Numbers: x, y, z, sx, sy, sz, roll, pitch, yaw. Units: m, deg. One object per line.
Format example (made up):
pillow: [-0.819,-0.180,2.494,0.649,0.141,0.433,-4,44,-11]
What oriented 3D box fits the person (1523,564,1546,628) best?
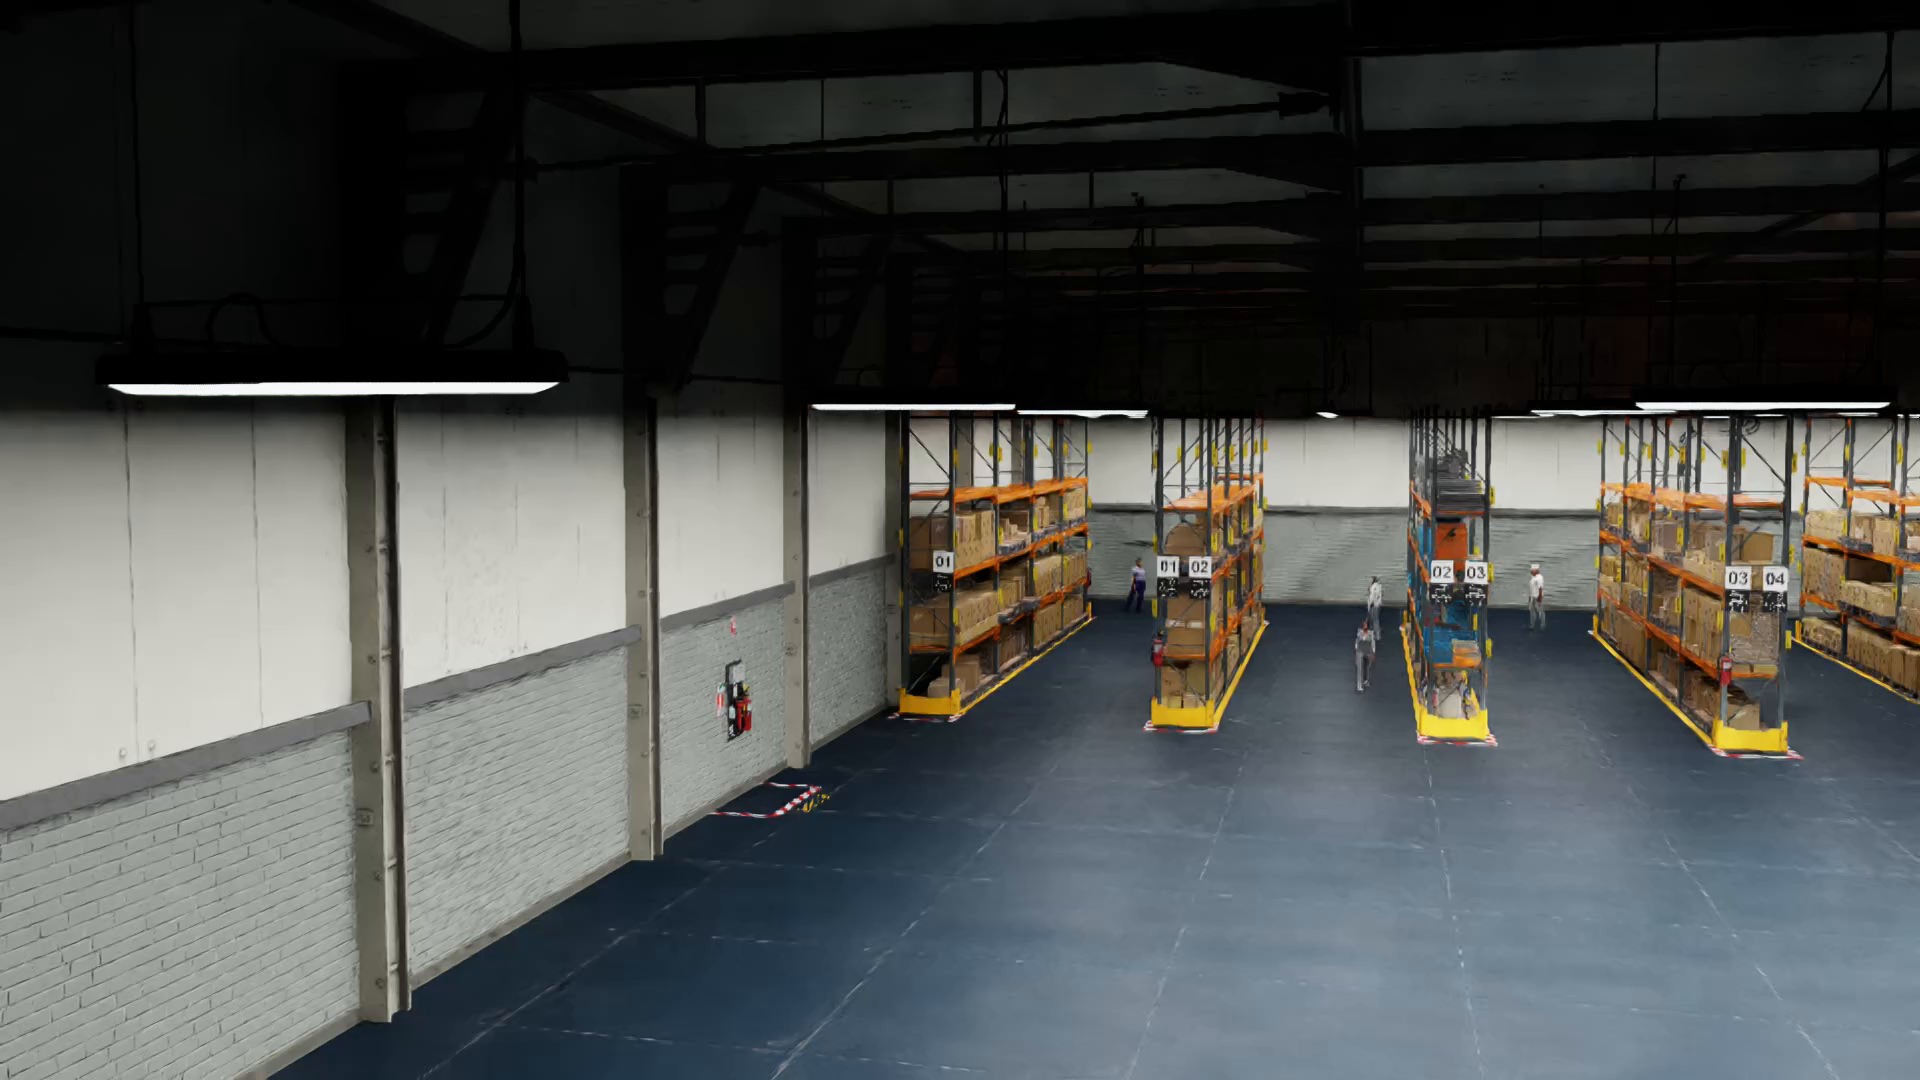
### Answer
person: [15.886,1.552,45.858,0.523,1.769,0.675,0,4,0]

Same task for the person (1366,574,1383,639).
person: [10.897,1.737,43.765,0.543,1.667,0.571,4,6,43]

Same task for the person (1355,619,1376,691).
person: [8.609,2.417,35.318,0.415,1.517,1.041,1,4,11]

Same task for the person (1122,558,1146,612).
person: [5.201,1.344,49.749,0.683,1.643,0.493,-3,5,-33]
